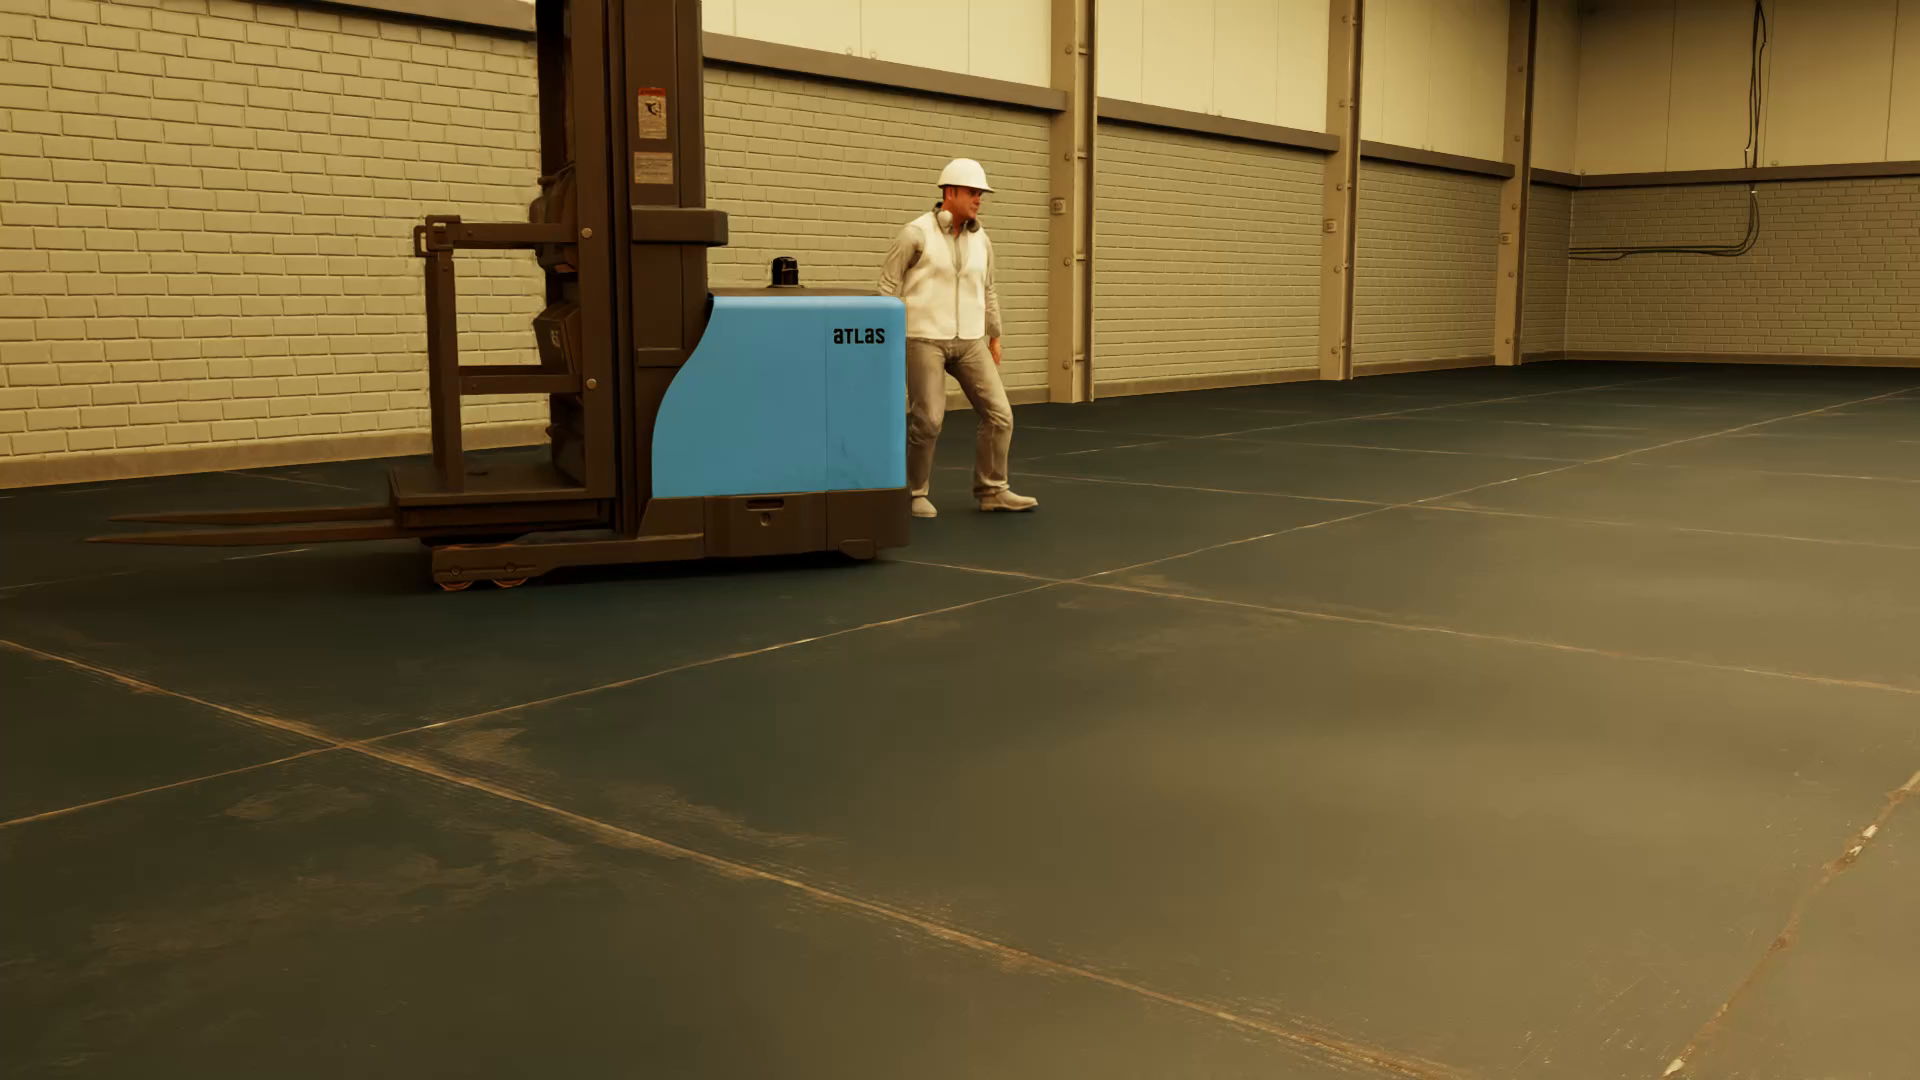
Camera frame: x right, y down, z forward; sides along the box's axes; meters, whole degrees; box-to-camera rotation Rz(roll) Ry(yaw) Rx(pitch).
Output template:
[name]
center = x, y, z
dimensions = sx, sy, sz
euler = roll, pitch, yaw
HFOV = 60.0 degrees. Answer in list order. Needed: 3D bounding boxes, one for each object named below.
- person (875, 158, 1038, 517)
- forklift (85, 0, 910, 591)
[person]
center = -0.040, -0.985, 8.192
dimensions = 0.856, 1.745, 0.464
euler = -4, 9, -28
[forklift]
center = -1.776, -1.349, 6.500
dimensions = 3.031, 2.935, 1.130
euler = -3, 9, -20
